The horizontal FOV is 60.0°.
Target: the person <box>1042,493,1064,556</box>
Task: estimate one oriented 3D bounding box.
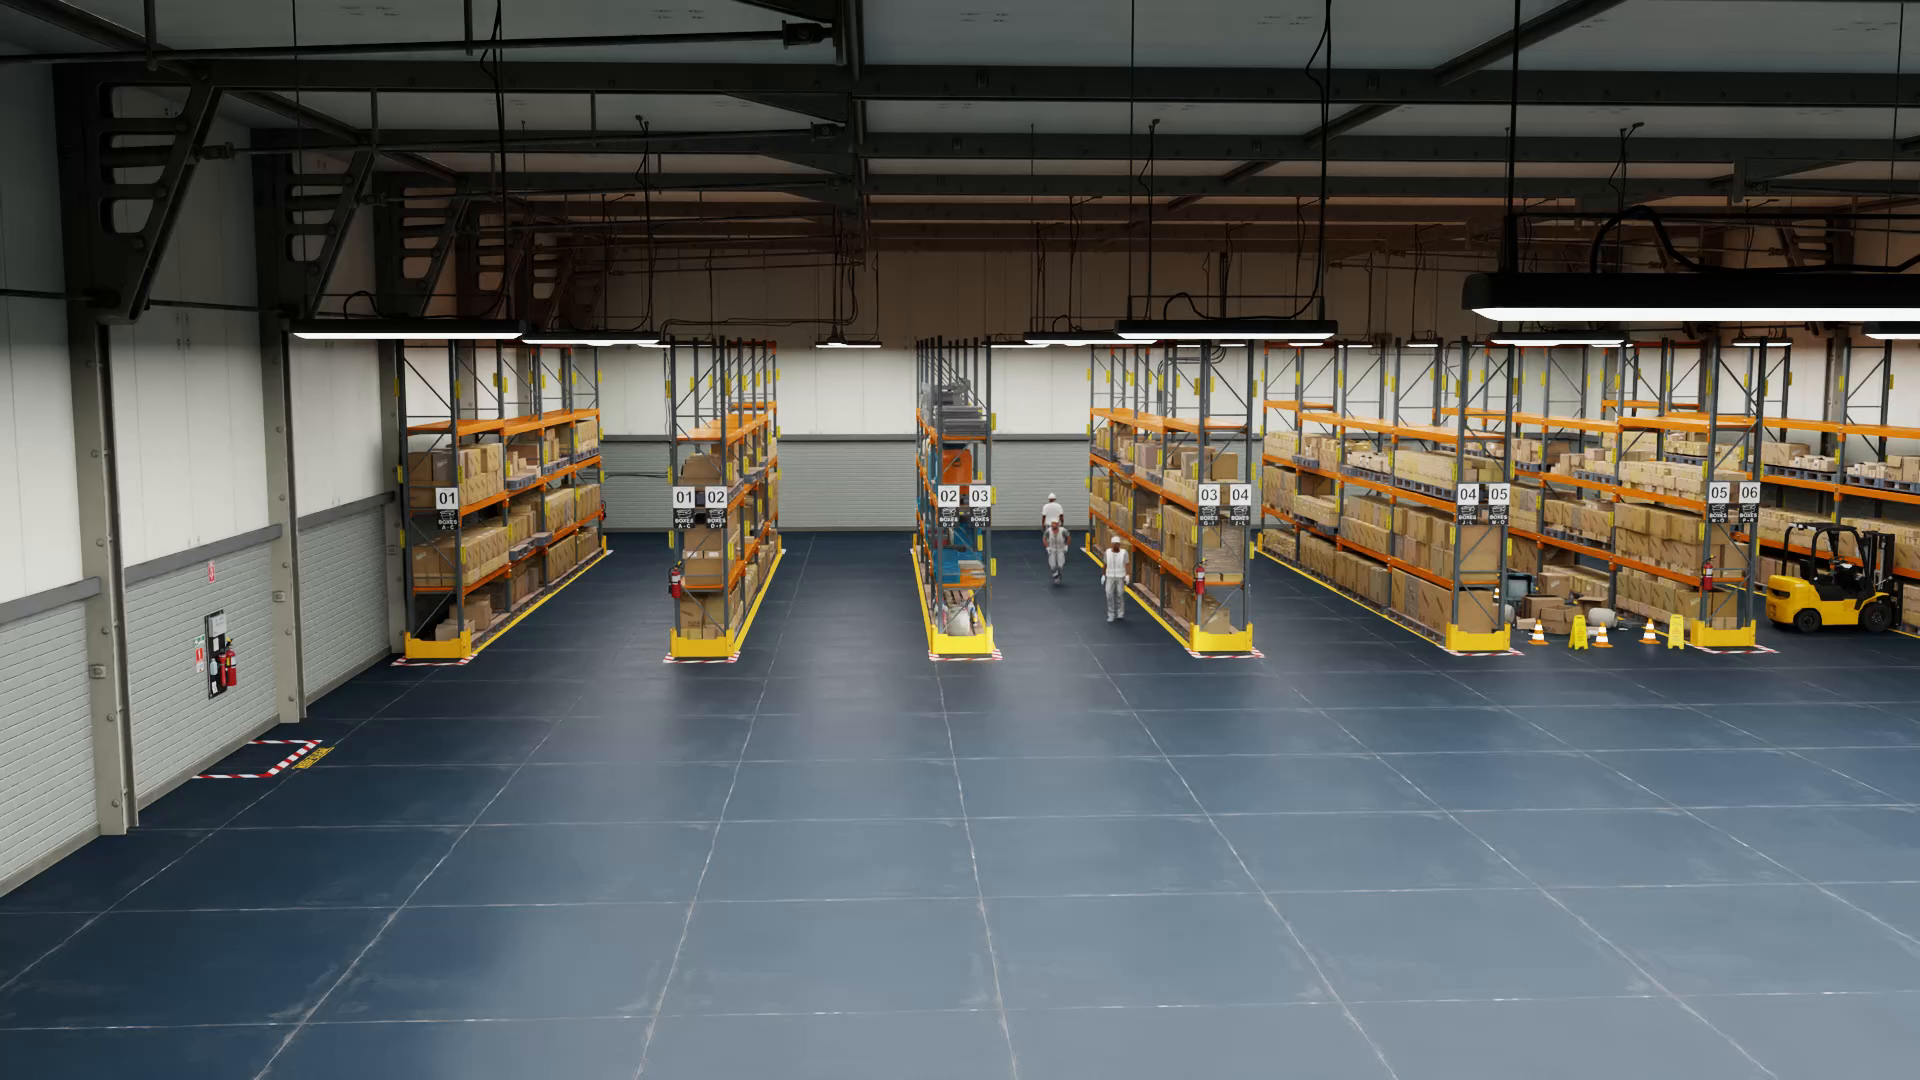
[{"bbox_3d":[2.588,-0.416,46.389,0.606,1.766,0.510,1,7,5],"label":"person"}]

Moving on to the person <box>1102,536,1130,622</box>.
[{"bbox_3d":[3.319,0.830,35.457,0.630,1.833,0.559,2,7,15],"label":"person"}]

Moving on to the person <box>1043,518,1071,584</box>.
[{"bbox_3d":[2.379,0.267,40.764,0.695,1.681,0.661,0,7,4],"label":"person"}]
